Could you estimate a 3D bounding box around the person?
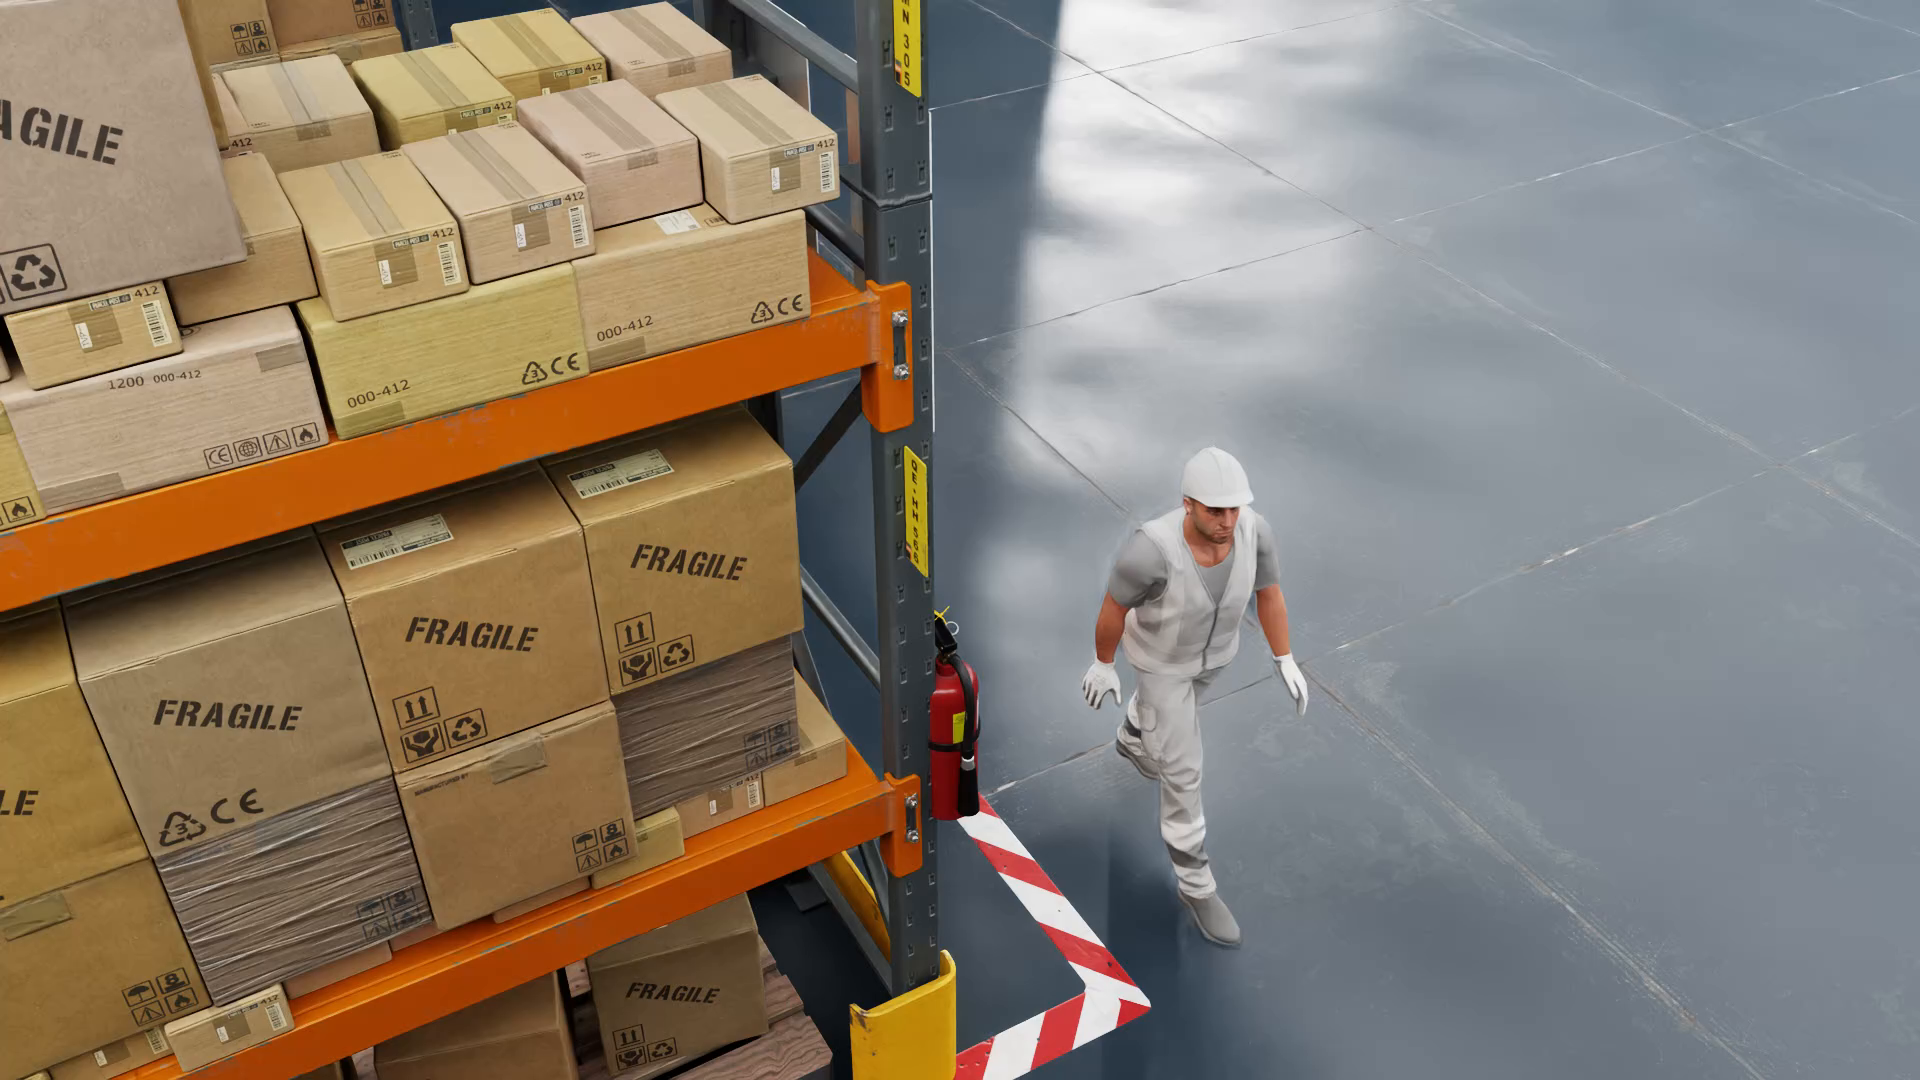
[{"bbox_3d":[0.761,0.418,5.580,0.623,1.738,1.029,-17,40,-22],"label":"person"}]
